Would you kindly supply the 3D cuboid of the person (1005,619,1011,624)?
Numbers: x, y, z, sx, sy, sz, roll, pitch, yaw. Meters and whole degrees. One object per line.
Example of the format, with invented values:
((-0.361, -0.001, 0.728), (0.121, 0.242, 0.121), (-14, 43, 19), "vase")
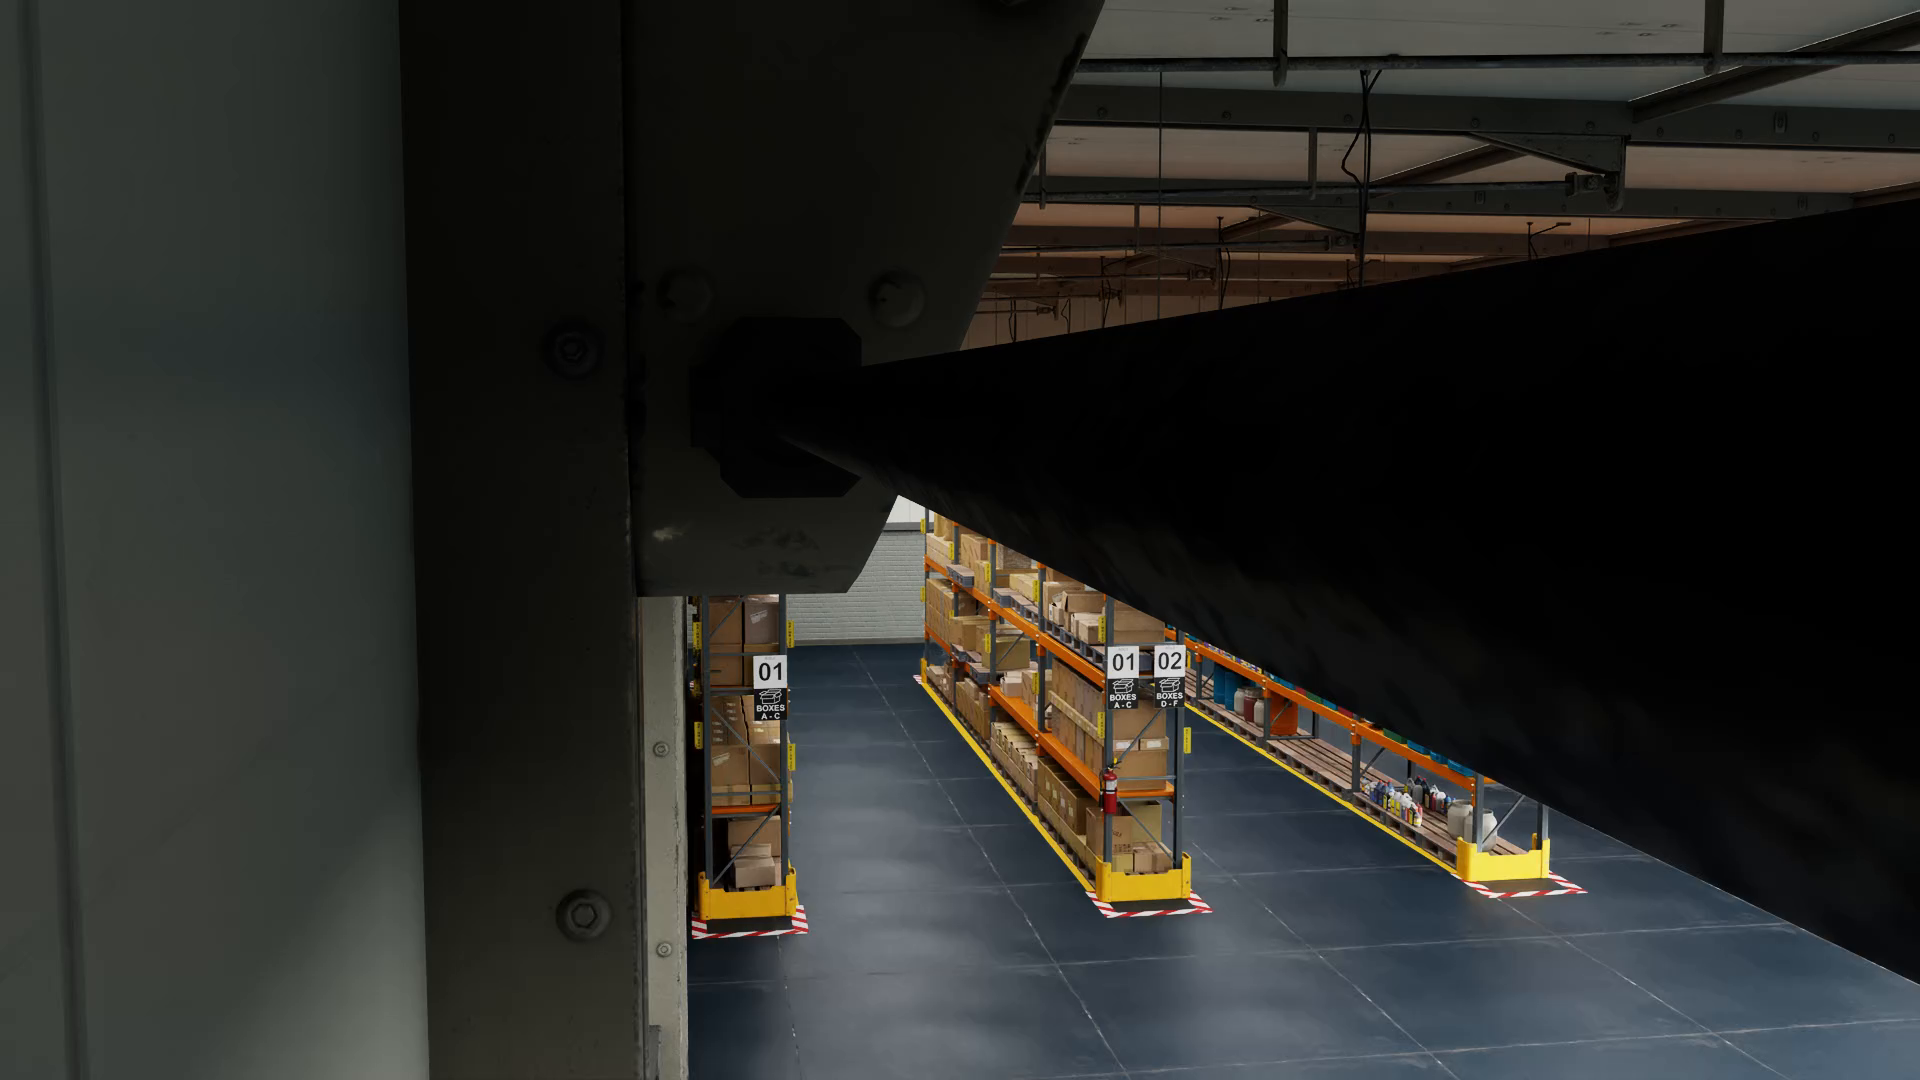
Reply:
((1.030, 1.941, 37.220), (0.898, 1.786, 0.717), (2, 6, 26), "person")
